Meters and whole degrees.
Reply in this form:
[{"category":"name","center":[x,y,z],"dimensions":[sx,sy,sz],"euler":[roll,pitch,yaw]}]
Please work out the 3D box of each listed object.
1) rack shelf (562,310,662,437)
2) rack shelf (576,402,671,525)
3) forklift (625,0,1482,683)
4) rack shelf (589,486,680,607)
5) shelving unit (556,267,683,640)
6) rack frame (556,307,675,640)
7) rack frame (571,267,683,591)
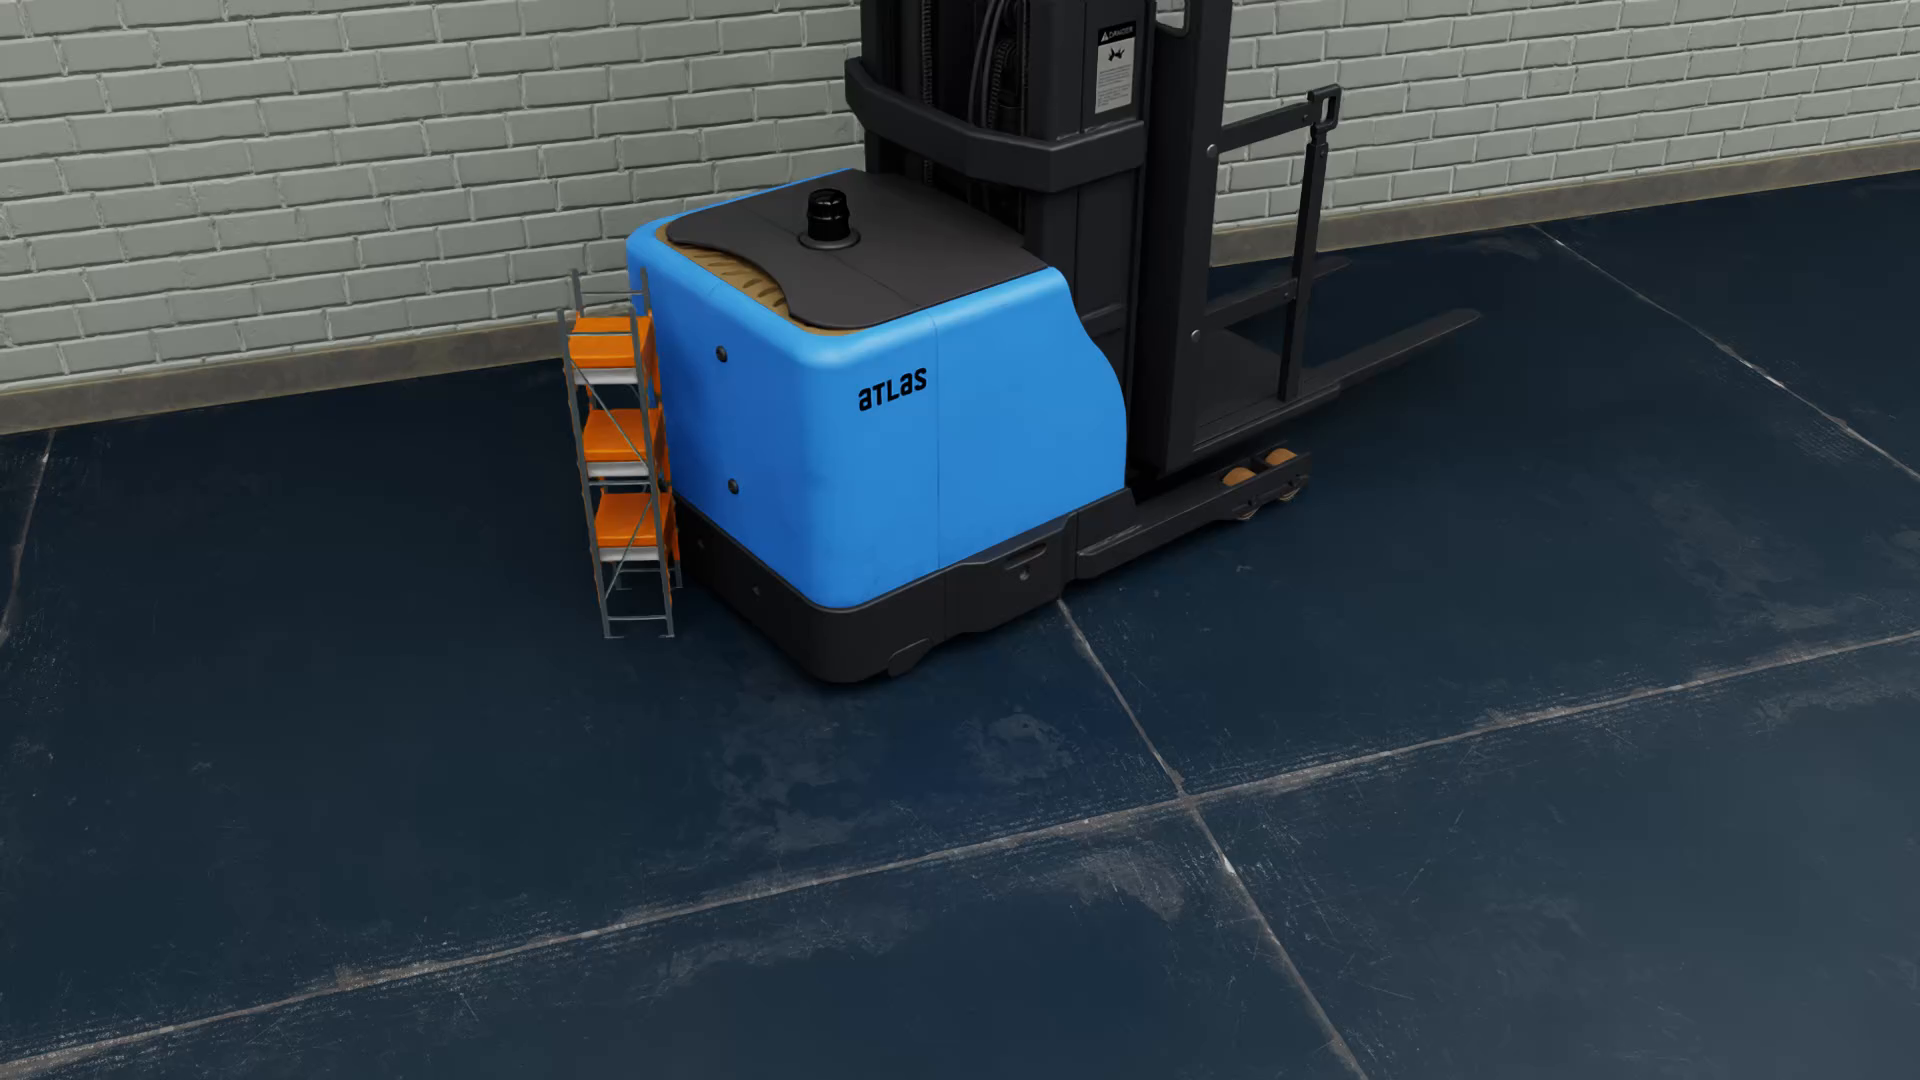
[{"category":"rack shelf","center":[-0.933,-0.449,4.481],"dimensions":[0.215,0.259,0.240],"euler":[-1,33,-2]},{"category":"rack shelf","center":[-0.933,-0.212,4.638],"dimensions":[0.215,0.259,0.240],"euler":[-1,33,-2]},{"category":"forklift","center":[0.523,-1.493,4.851],"dimensions":[3.031,2.935,1.130],"euler":[-24,40,-31]},{"category":"rack shelf","center":[-0.933,0.020,4.791],"dimensions":[0.215,0.259,0.240],"euler":[-1,33,-2]},{"category":"shelving unit","center":[-0.933,-0.221,4.632],"dimensions":[0.215,1.050,0.252],"euler":[-1,33,-2]},{"category":"rack frame","center":[-0.928,-0.154,4.530],"dimensions":[0.200,1.050,0.008],"euler":[-1,33,-2]},{"category":"rack frame","center":[-0.938,-0.288,4.734],"dimensions":[0.200,1.050,0.008],"euler":[-1,33,-2]}]
